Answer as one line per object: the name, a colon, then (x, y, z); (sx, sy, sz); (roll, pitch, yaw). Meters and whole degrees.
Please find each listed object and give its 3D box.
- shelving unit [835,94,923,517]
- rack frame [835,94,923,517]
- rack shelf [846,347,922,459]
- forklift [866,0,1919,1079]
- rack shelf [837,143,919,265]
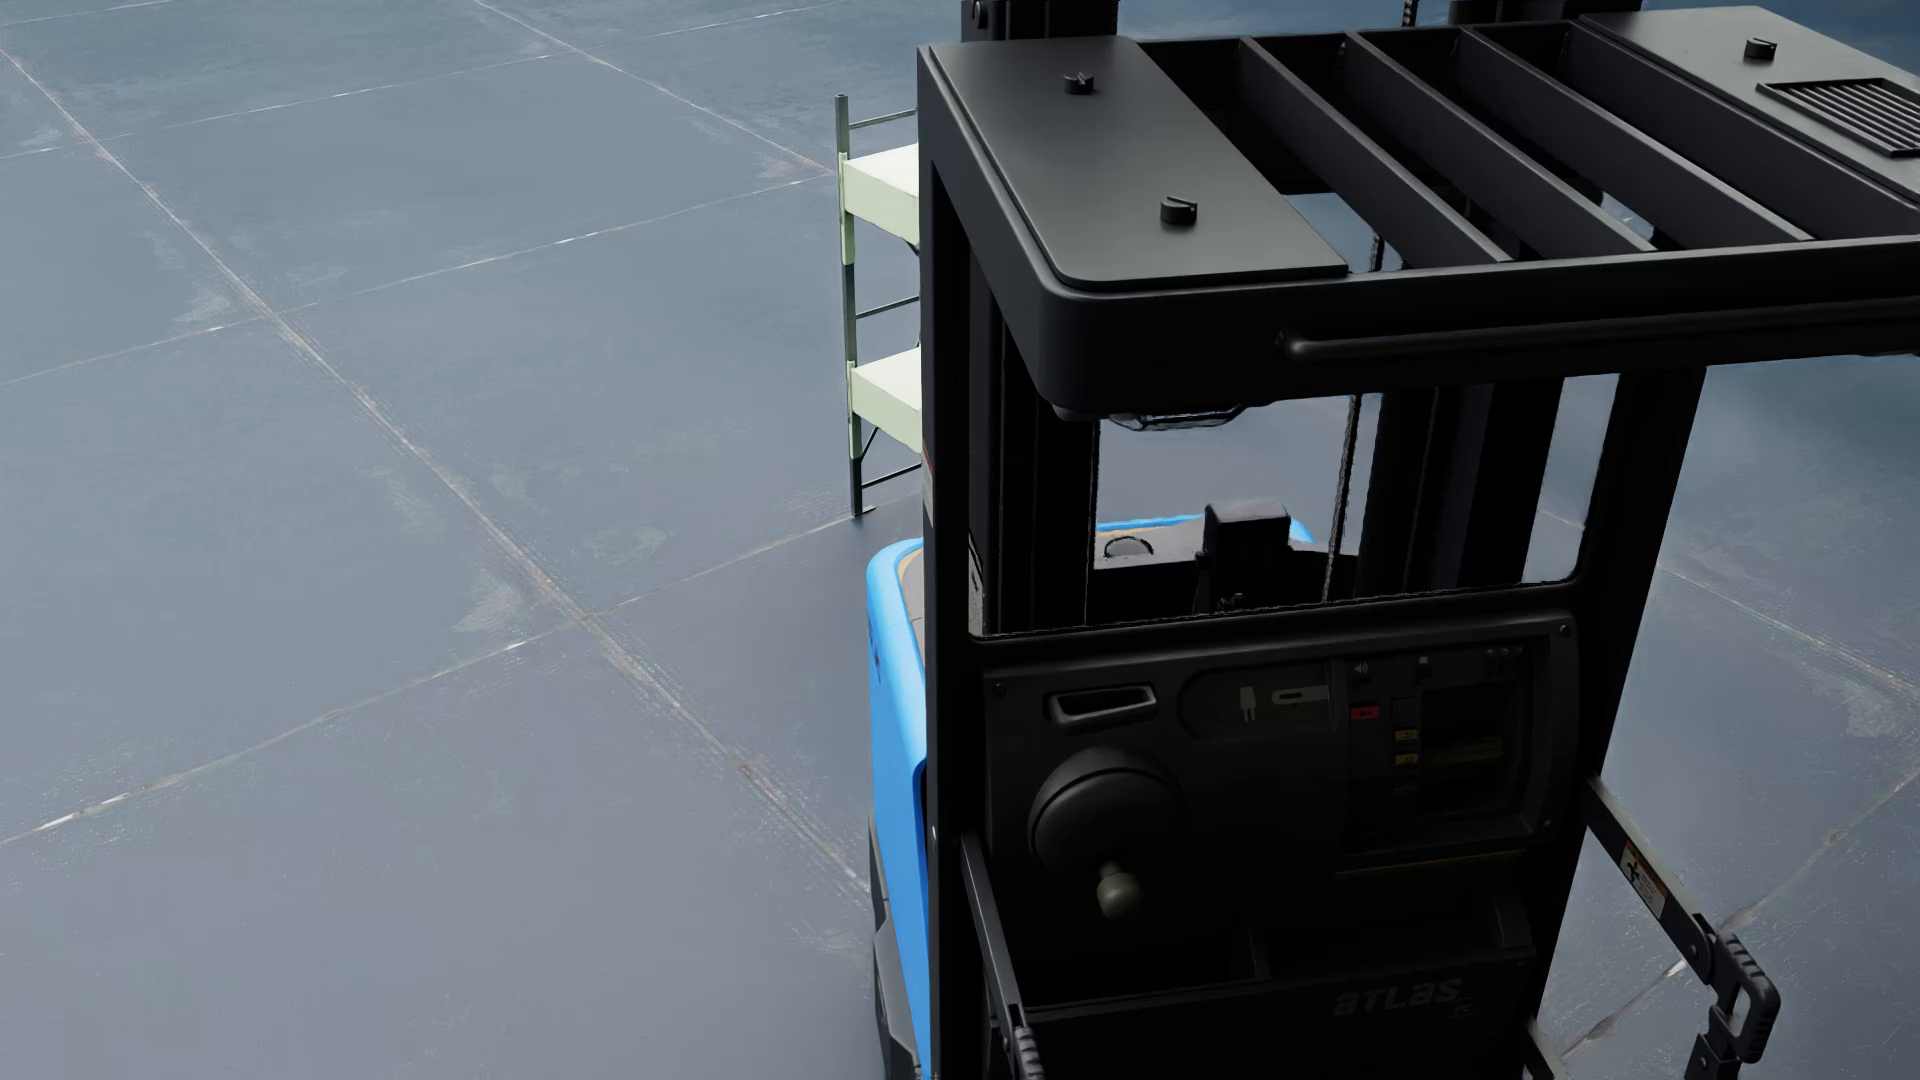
shelving unit: (0.004, -0.634, 5.350); (0.431, 1.500, 0.755); (-22, 38, -31)
rack frame: (-0.220, -0.787, 5.595); (0.400, 1.500, 0.023); (-22, 38, -31)
rack shelf: (0.004, -0.357, 5.522); (0.431, 0.370, 0.720); (-22, 38, -31)
forklift: (0.533, 0.391, 2.342); (1.130, 2.935, 3.031); (-5, 32, -8)
rack shelf: (0.004, -0.966, 5.144); (0.431, 0.370, 0.720); (-22, 38, -31)
